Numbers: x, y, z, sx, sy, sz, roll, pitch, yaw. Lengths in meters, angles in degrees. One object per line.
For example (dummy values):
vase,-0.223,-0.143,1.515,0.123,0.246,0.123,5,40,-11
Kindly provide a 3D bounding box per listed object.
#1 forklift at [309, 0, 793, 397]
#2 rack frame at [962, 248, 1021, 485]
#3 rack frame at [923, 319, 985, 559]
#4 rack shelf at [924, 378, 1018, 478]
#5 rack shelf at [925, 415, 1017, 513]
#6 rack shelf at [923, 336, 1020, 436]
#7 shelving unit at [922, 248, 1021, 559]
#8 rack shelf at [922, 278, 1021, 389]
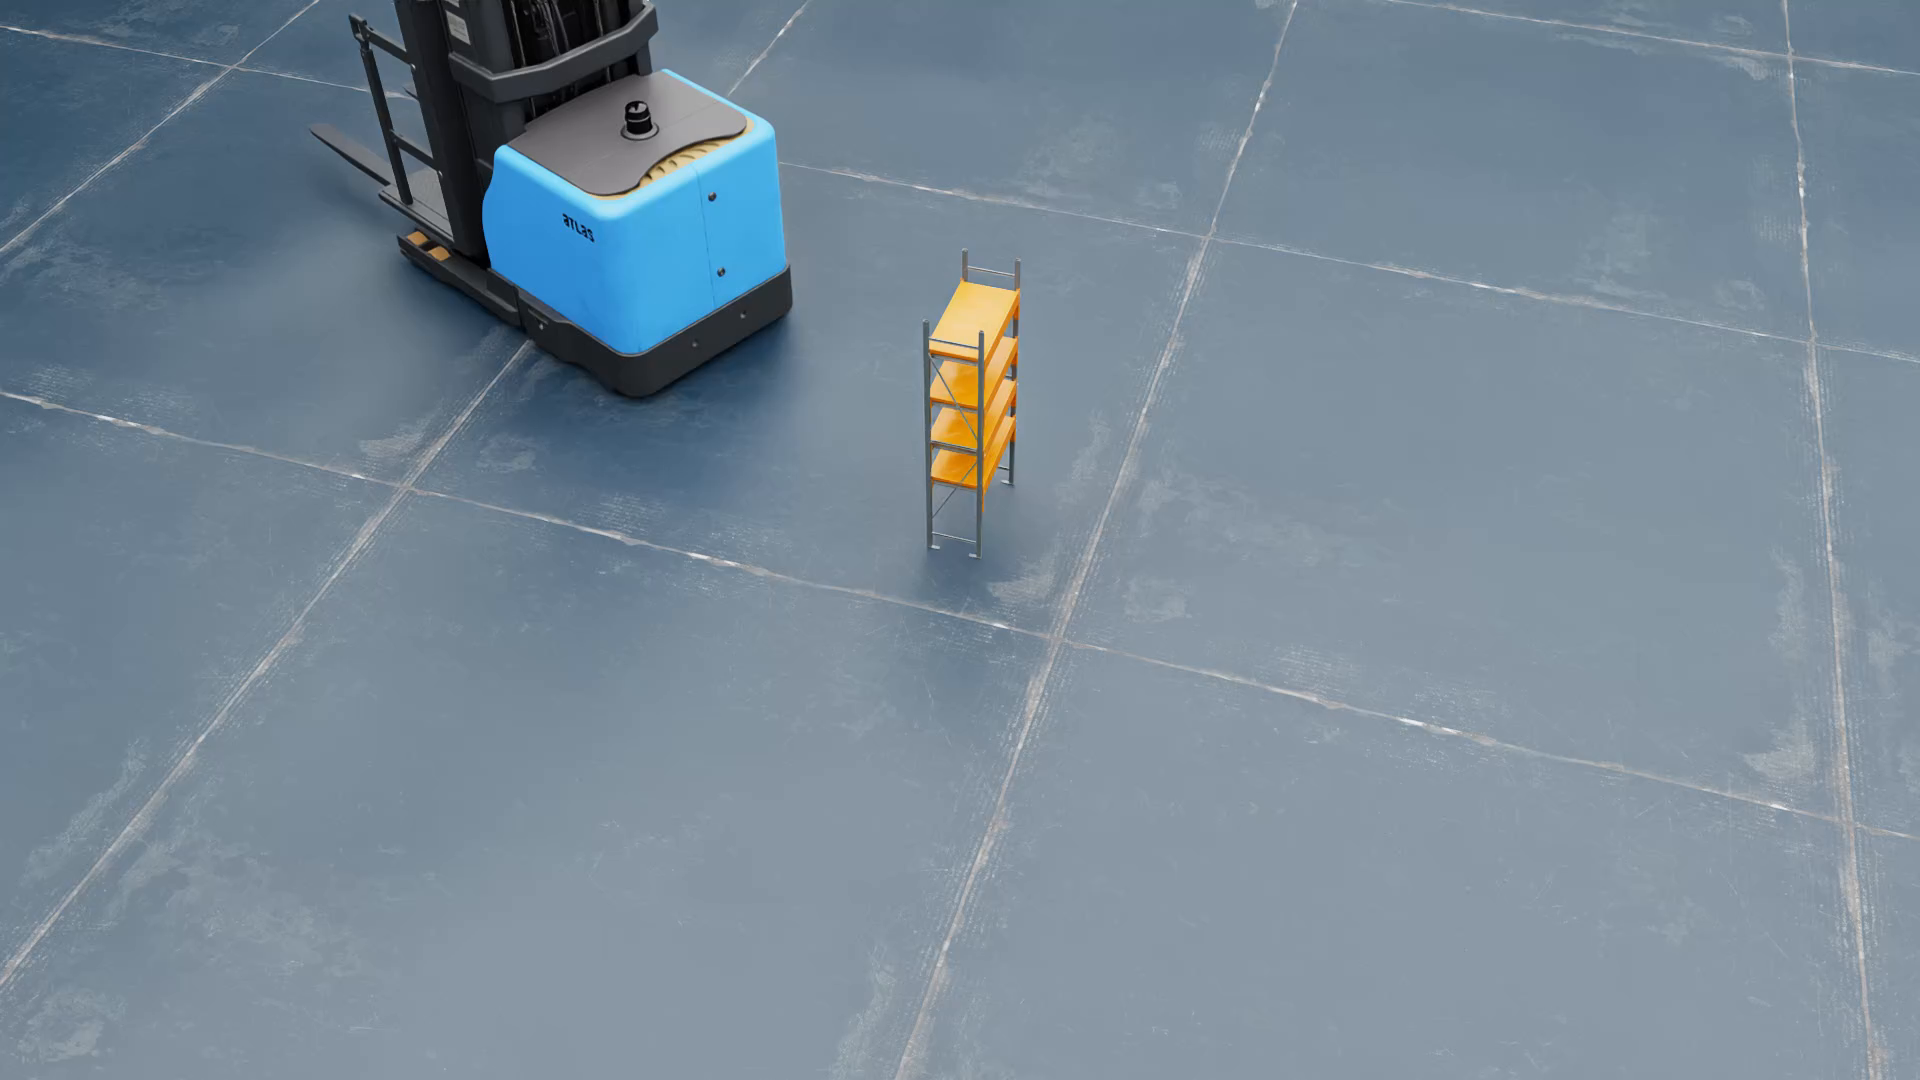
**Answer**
forklift,-2.251,-2.619,7.729,3.031,2.935,1.130,33,53,29
rack frame,0.124,-0.702,7.008,0.240,1.200,0.015,13,46,12
rack frame,-0.024,-0.377,6.676,0.240,1.200,0.015,13,46,12
rack shelf,0.050,-0.491,6.889,0.258,0.148,0.480,13,46,12
rack shelf,0.050,-0.349,7.028,0.258,0.148,0.480,13,46,12
rack shelf,0.050,-0.651,6.733,0.258,0.148,0.480,13,46,12
shelving unit,0.050,-0.539,6.842,0.258,1.200,0.503,13,46,12
rack shelf,0.050,-0.820,6.567,0.258,0.148,0.480,13,46,12
